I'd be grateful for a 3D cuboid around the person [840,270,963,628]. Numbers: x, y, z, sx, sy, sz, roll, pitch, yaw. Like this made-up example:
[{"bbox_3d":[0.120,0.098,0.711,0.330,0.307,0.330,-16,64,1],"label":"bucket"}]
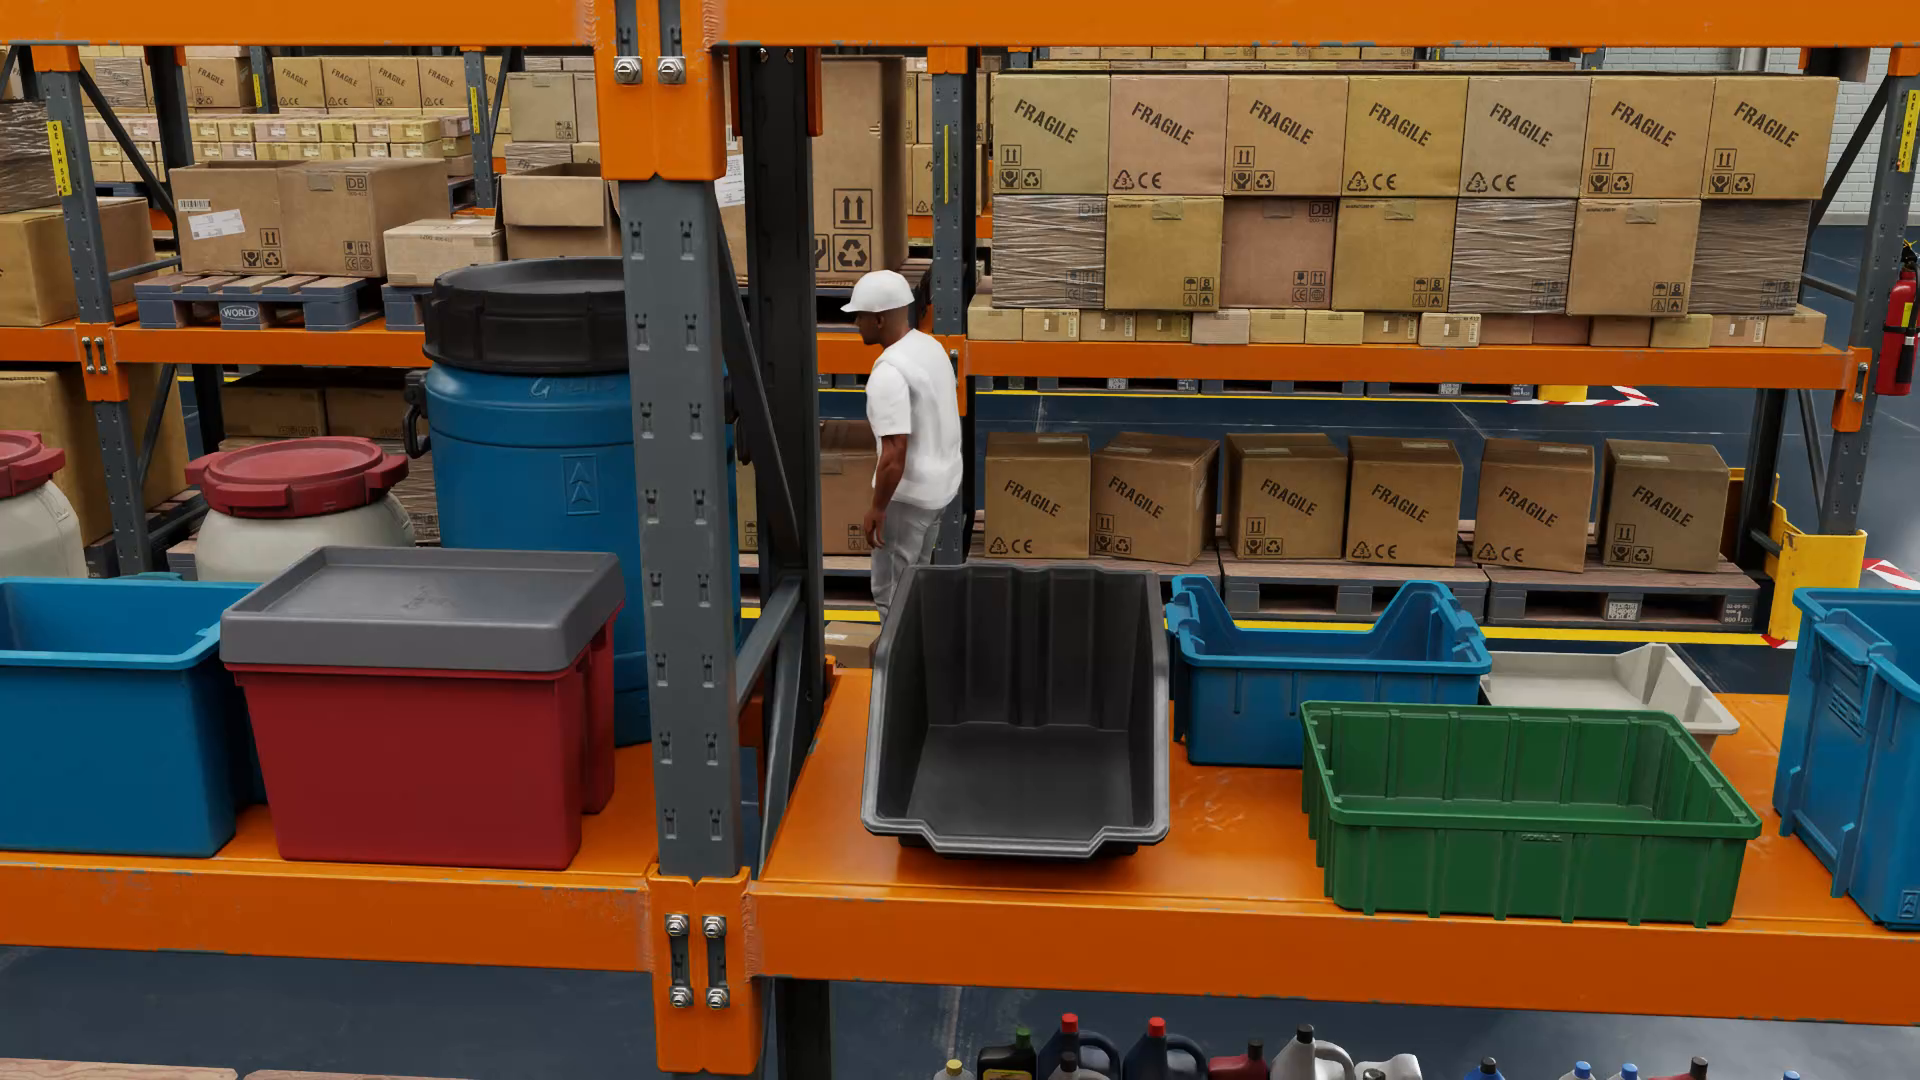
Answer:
[{"bbox_3d":[-0.232,-0.198,6.651,0.461,1.760,0.626,5,18,17],"label":"person"}]
